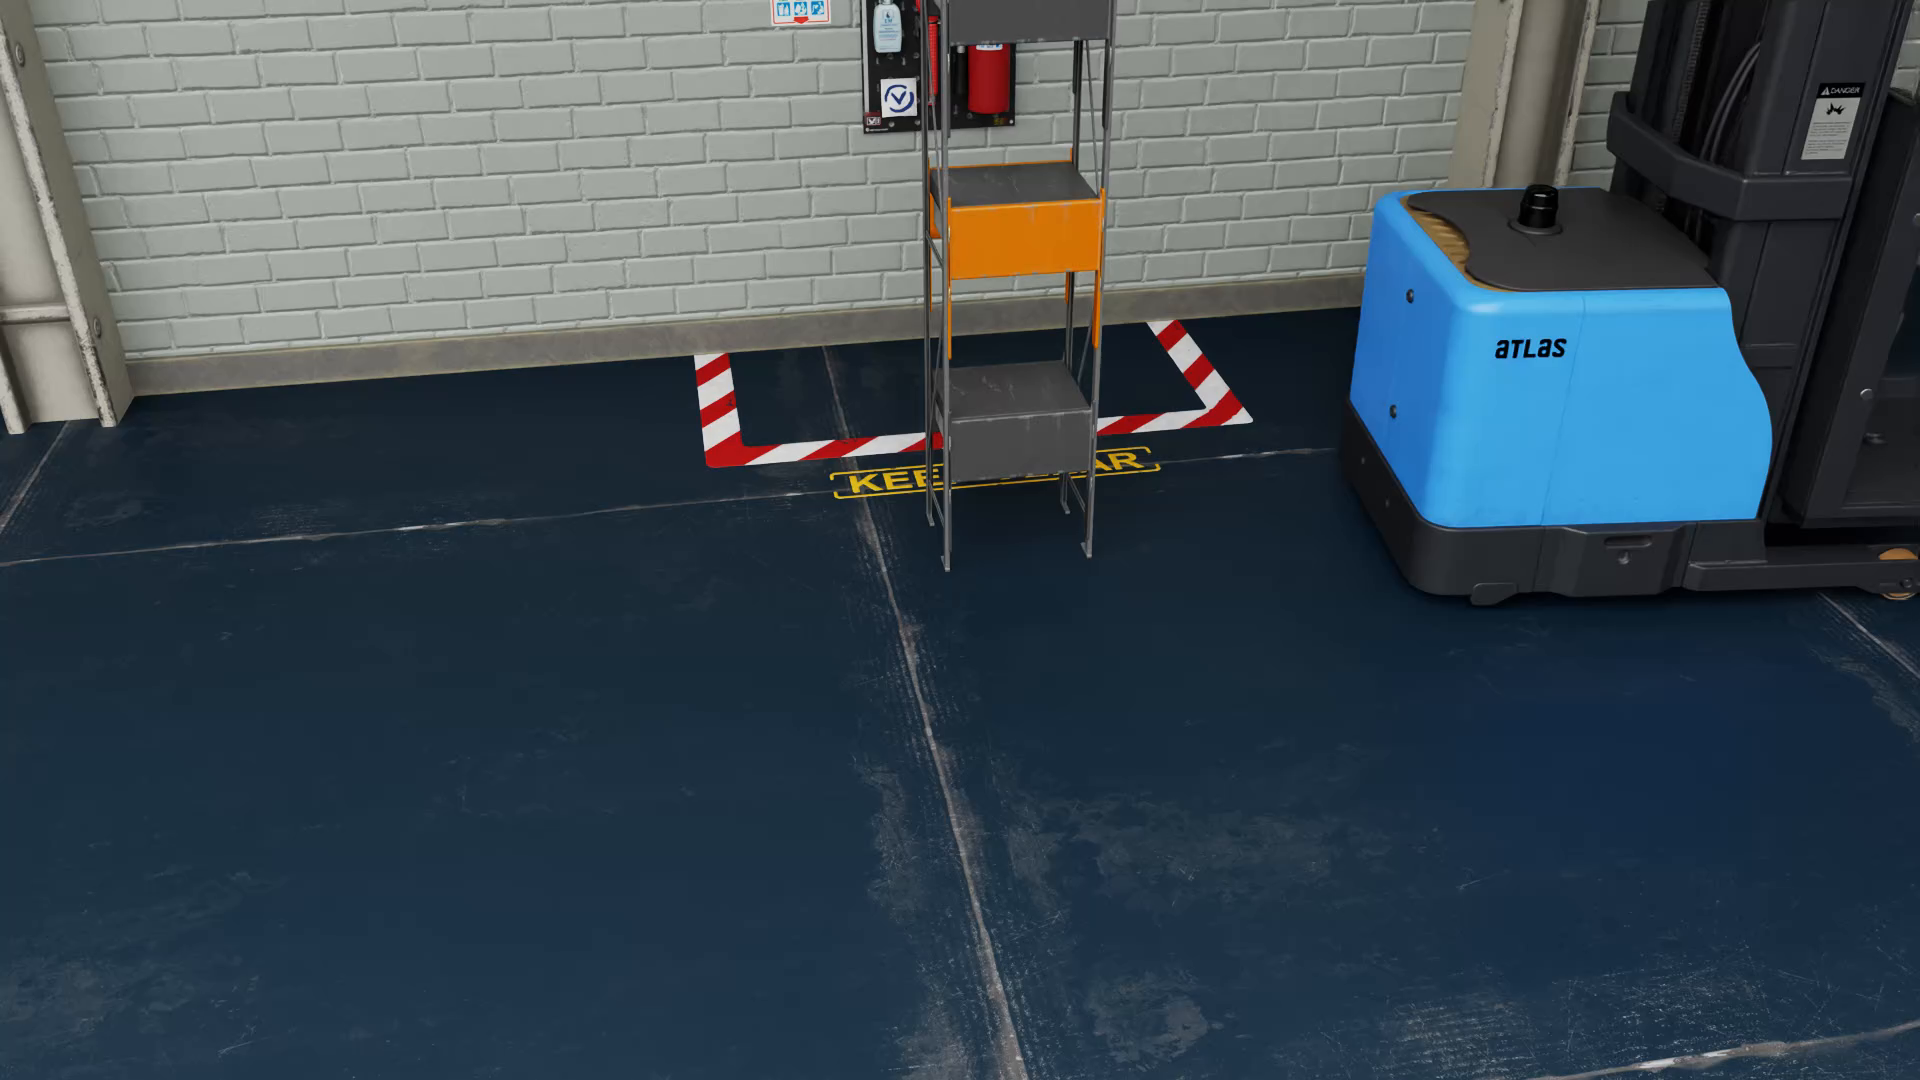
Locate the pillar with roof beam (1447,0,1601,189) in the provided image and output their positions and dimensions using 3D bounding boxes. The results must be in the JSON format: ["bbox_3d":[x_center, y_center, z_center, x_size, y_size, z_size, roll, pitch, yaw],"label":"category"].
[{"bbox_3d":[3.155,-2.786,1.609,0.400,9.000,9.100,-5,31,-9],"label":"pillar with roof beam"}]

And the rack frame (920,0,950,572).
[{"bbox_3d":[-0.077,-0.898,5.206,0.015,2.100,0.400,-5,31,-9],"label":"rack frame"}]

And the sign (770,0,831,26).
[{"bbox_3d":[-0.620,-2.156,6.422,0.234,0.329,0.001,-5,31,-9],"label":"sign"}]

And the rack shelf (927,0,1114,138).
[{"bbox_3d":[0.163,-1.512,4.896,0.480,0.518,0.431,-5,31,-9],"label":"rack shelf"}]

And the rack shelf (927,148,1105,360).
[{"bbox_3d":[0.163,-0.908,5.250,0.480,0.518,0.431,-5,31,-9],"label":"rack shelf"}]

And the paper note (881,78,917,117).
[{"bbox_3d":[-0.245,-1.778,6.683,0.142,0.148,0.016,-5,31,-9],"label":"paper note"}]

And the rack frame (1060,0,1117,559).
[{"bbox_3d":[0.403,-0.943,5.281,0.015,2.100,0.400,-5,31,-9],"label":"rack frame"}]

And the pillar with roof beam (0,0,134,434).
[{"bbox_3d":[-2.747,-2.238,0.678,0.400,9.000,9.100,-5,31,-9],"label":"pillar with roof beam"}]

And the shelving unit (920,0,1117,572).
[{"bbox_3d":[0.163,-0.920,5.244,0.503,2.100,0.431,-5,31,-9],"label":"shelving unit"}]

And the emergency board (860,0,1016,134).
[{"bbox_3d":[-0.058,-2.139,6.429,0.643,1.169,0.194,-5,31,-9],"label":"emergency board"}]

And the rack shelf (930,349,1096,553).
[{"bbox_3d":[0.163,-0.305,5.605,0.480,0.518,0.431,-5,31,-9],"label":"rack shelf"}]

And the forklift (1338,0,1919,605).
[{"bbox_3d":[2.931,-1.335,5.128,3.031,2.935,1.130,-2,31,-3],"label":"forklift"}]
